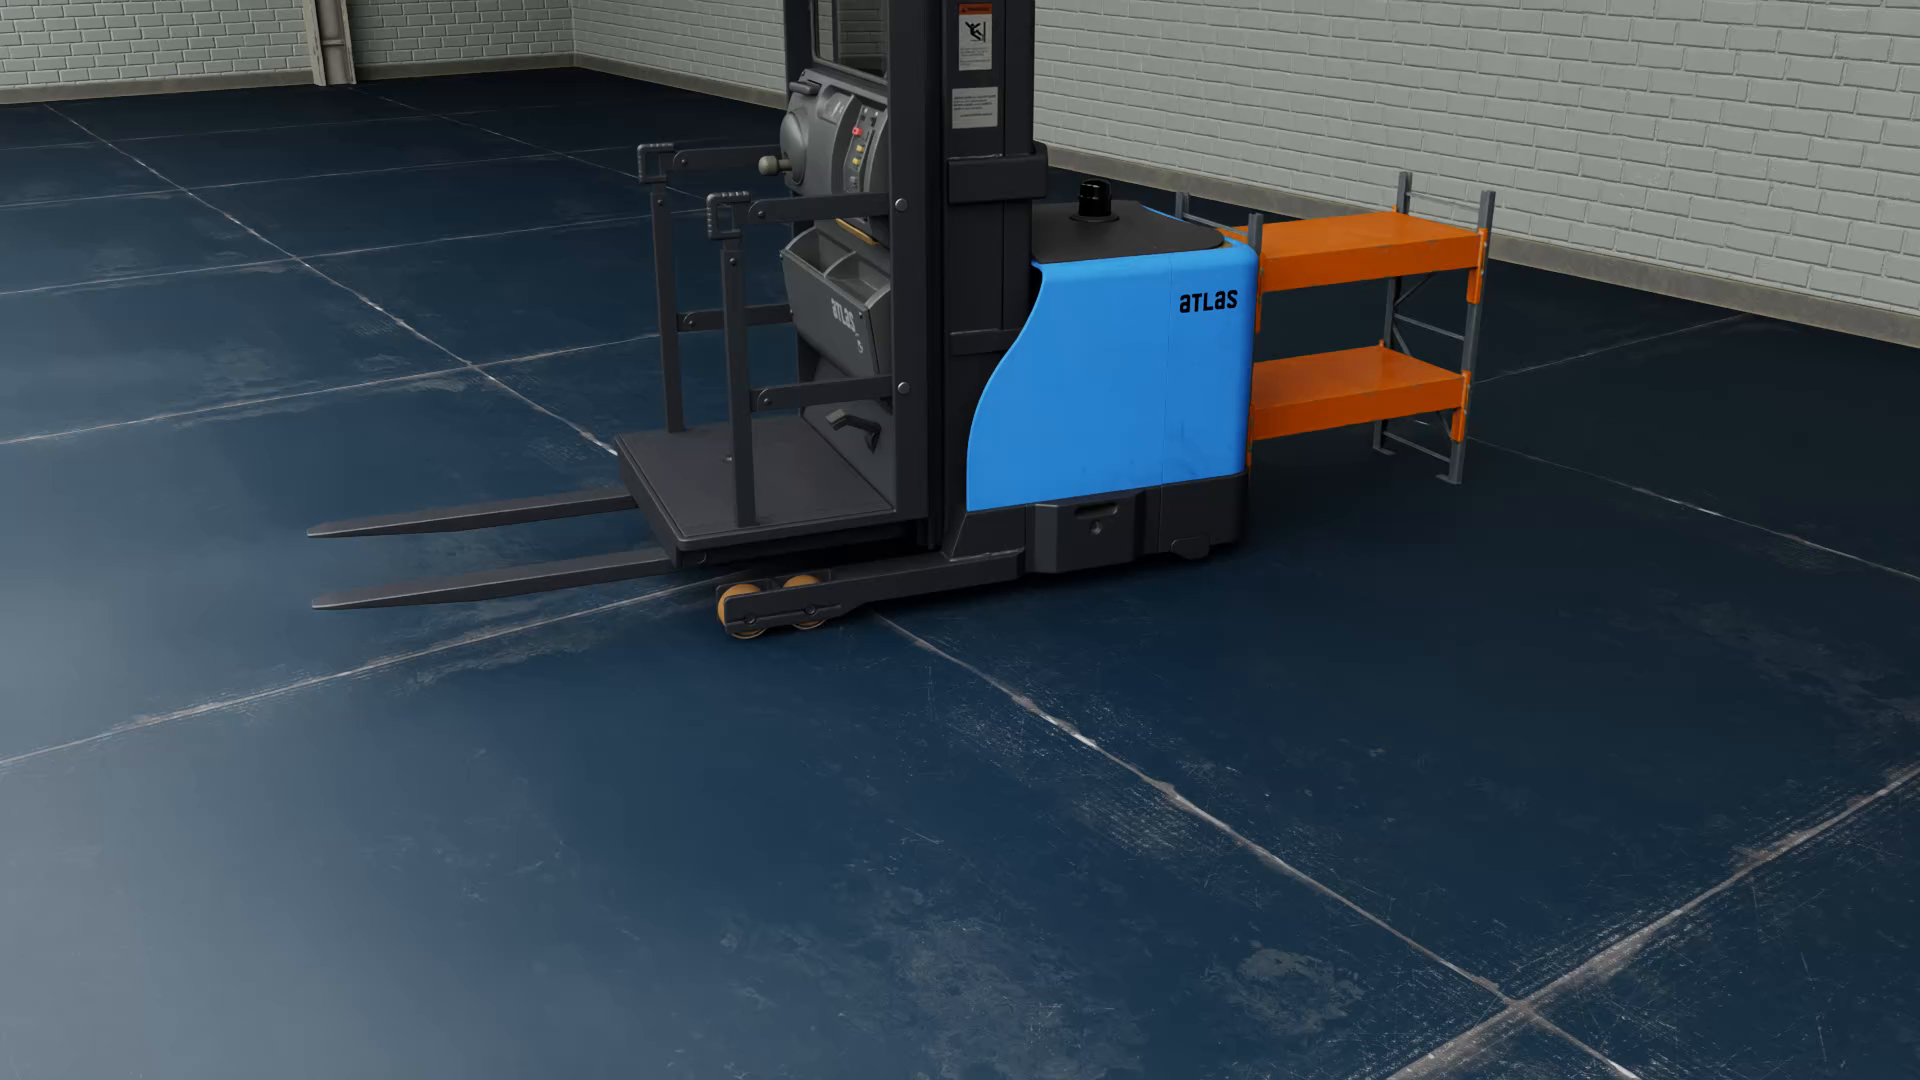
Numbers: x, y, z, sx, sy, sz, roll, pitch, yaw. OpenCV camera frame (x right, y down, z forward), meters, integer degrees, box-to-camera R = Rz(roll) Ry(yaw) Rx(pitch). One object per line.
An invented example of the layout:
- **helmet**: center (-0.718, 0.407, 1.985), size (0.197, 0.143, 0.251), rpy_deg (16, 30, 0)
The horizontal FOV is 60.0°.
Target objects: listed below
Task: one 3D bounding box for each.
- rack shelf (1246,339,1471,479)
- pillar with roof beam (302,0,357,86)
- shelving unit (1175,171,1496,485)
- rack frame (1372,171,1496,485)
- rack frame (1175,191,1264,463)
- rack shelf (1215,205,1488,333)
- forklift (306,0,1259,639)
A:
- **rack shelf**: center (1.362, -0.512, 6.321), size (1.000, 0.278, 0.538), rpy_deg (-10, 24, -24)
- **pillar with roof beam**: center (-4.587, -8.073, 13.987), size (0.400, 9.000, 9.100), rpy_deg (-15, 26, -33)
- **shelving unit**: center (1.362, -0.739, 6.230), size (1.048, 1.125, 0.538), rpy_deg (-10, 24, -24)
- **rack frame**: center (1.820, -0.820, 6.435), size (0.032, 1.125, 0.500), rpy_deg (-10, 24, -24)
- **rack frame**: center (0.904, -0.657, 6.025), size (0.032, 1.125, 0.500), rpy_deg (-10, 24, -24)
- **rack shelf**: center (1.362, -1.011, 6.121), size (1.000, 0.278, 0.538), rpy_deg (-10, 24, -24)
- **forklift**: center (-0.583, -1.277, 5.142), size (3.031, 2.935, 1.130), rpy_deg (-8, 23, -20)
